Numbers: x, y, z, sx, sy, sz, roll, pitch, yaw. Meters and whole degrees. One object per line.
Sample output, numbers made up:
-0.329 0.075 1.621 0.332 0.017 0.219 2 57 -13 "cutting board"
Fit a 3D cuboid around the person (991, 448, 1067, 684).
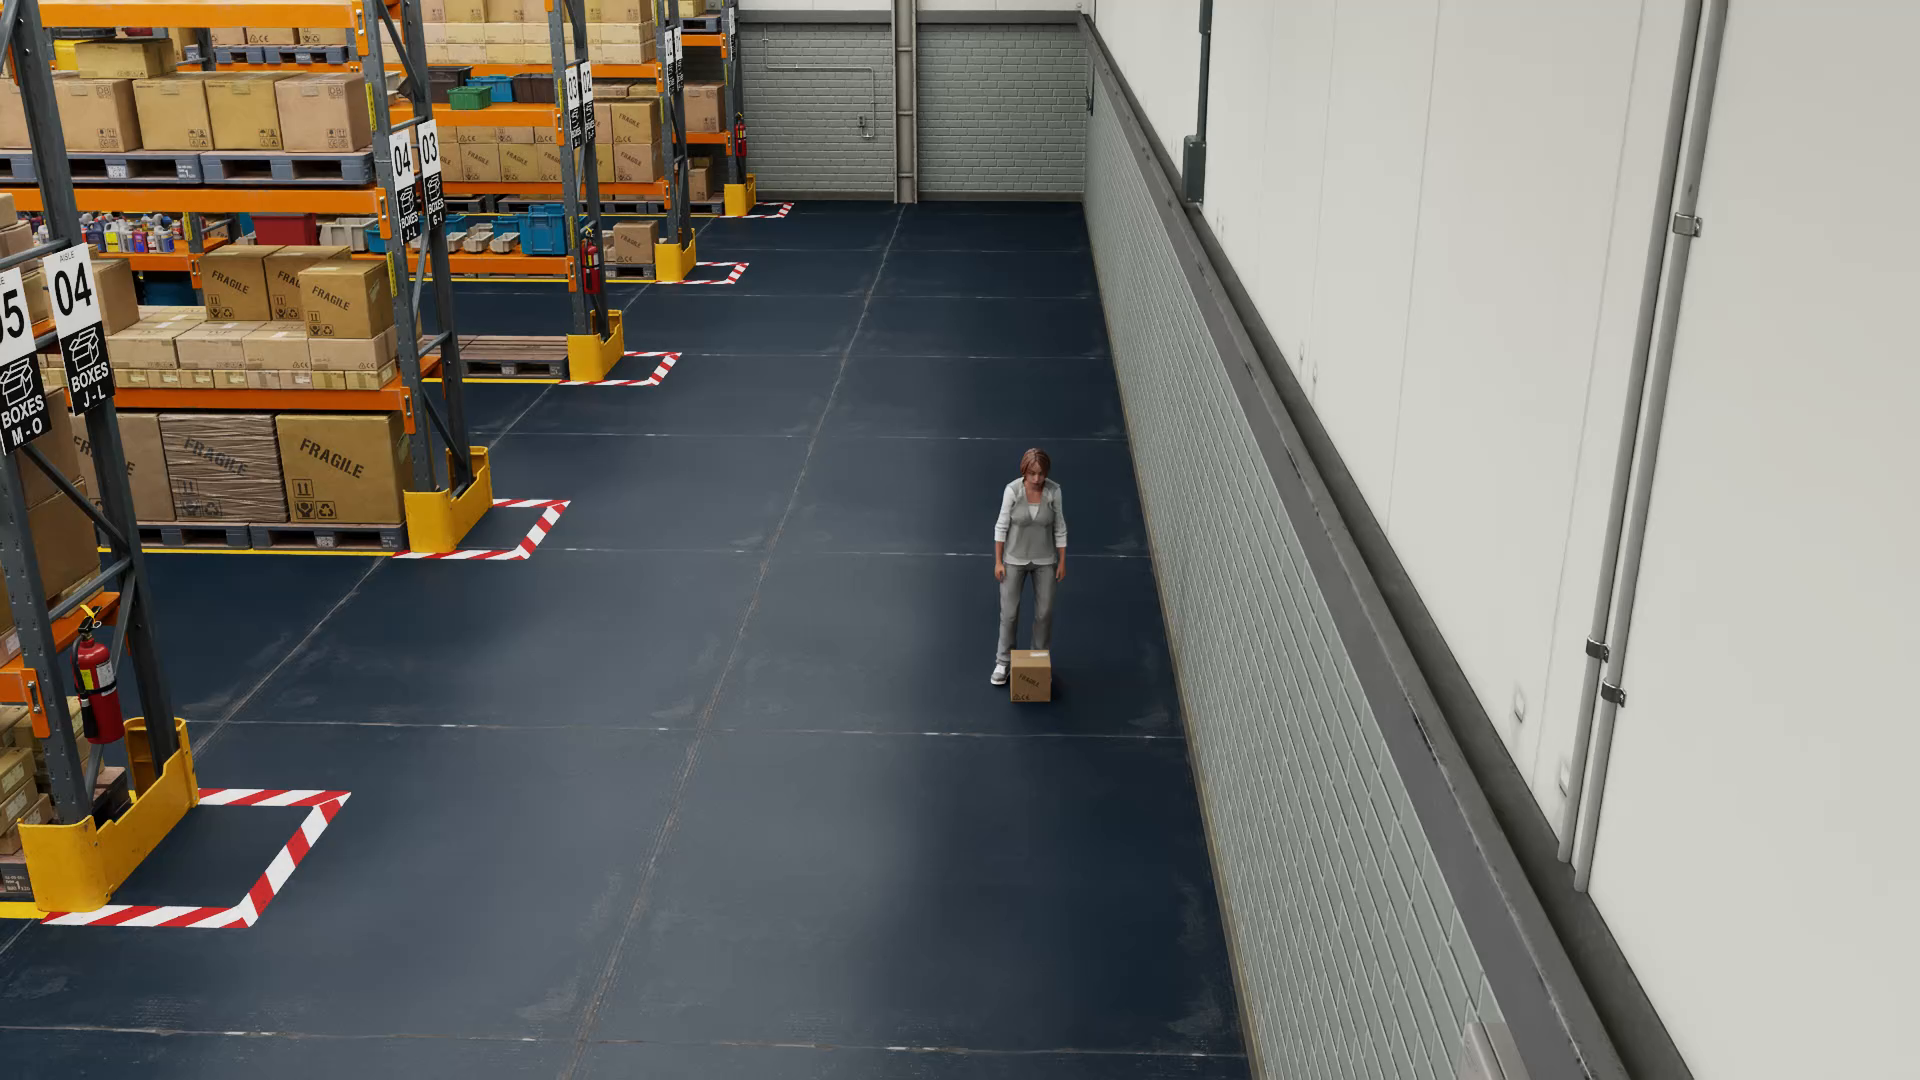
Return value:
0.445 0.164 10.689 0.486 1.581 0.344 -1 21 -1 "person"
